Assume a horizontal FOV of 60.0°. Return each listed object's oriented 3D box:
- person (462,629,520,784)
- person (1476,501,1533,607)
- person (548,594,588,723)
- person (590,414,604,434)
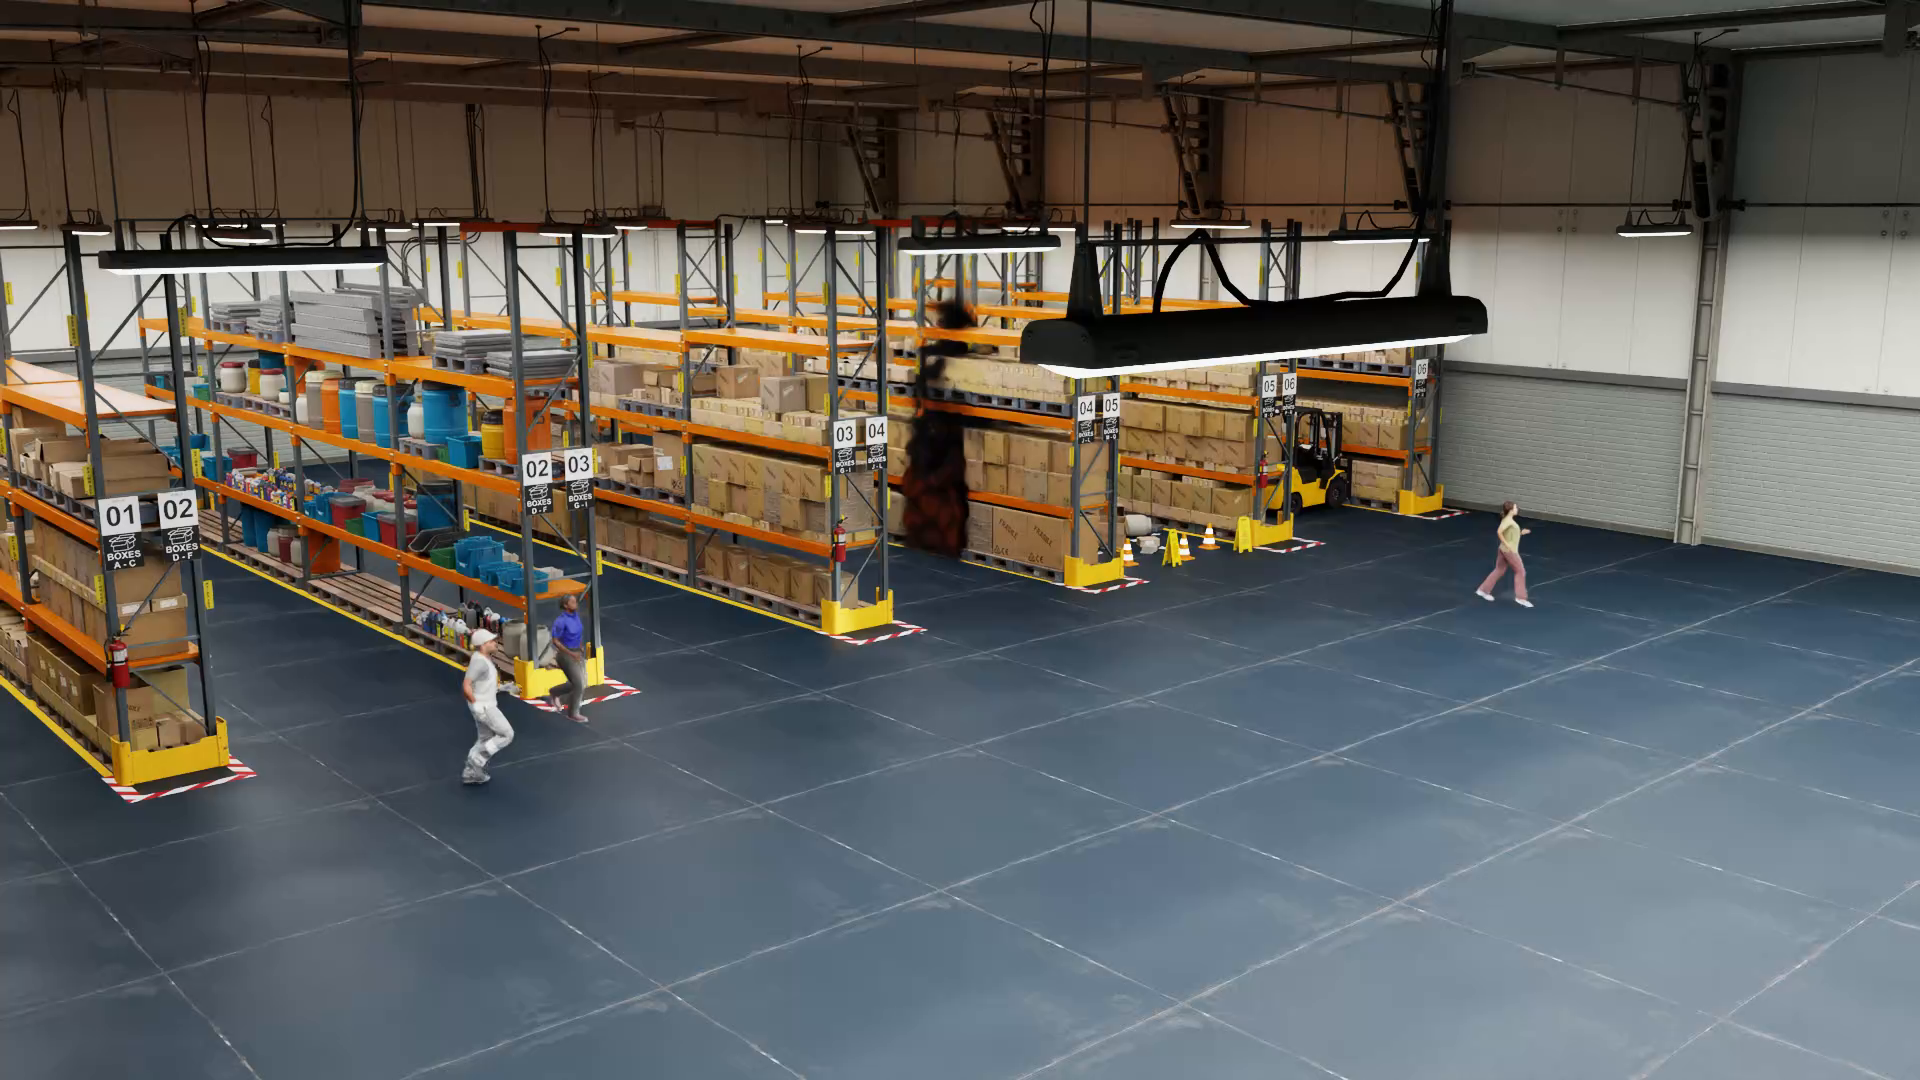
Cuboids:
[{"bbox_3d":[-5.189,1.833,18.339,0.674,1.736,0.662,-3,12,-17],"label":"person"},{"bbox_3d":[8.713,0.217,26.478,0.881,1.699,0.557,0,11,1],"label":"person"},{"bbox_3d":[-4.898,1.449,20.663,0.594,1.617,0.612,3,12,13],"label":"person"},{"bbox_3d":[-8.939,-2.716,41.050,0.597,1.726,0.825,10,15,42],"label":"person"}]
